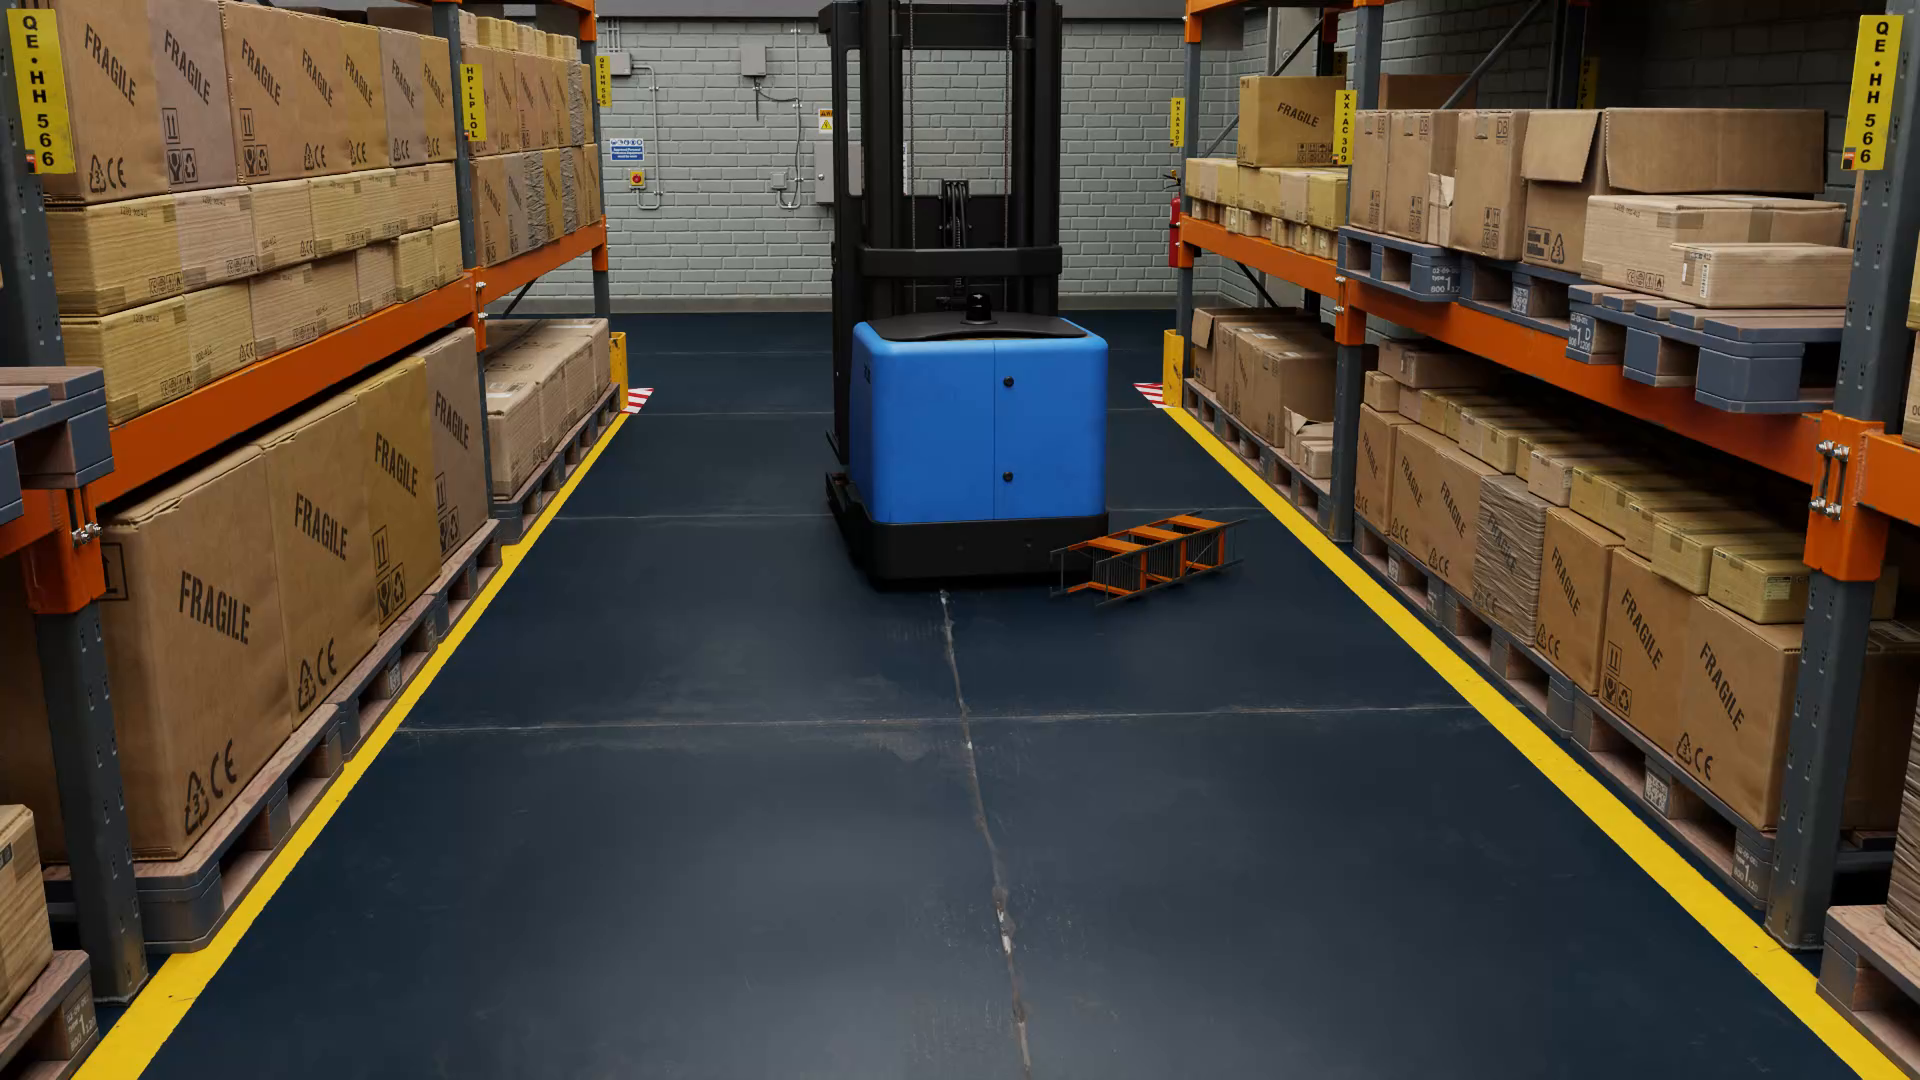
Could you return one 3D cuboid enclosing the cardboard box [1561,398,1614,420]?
[{"bbox_3d":[2.680,-0.486,6.769,0.380,0.149,0.250,-2,15,-6],"label":"cardboard box"}]

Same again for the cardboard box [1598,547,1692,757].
[{"bbox_3d":[2.269,0.320,4.936,0.500,0.500,0.500,-1,14,-4],"label":"cardboard box"}]

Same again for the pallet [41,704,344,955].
[{"bbox_3d":[-2.397,0.770,4.609,1.003,0.211,1.213,-1,14,-3],"label":"pallet"}]

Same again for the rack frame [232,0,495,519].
[{"bbox_3d":[-2.672,-1.378,7.362,1.000,3.000,0.127,-1,14,-3],"label":"rack frame"}]

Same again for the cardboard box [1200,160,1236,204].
[{"bbox_3d":[1.825,-2.279,10.569,0.500,0.250,0.500,-1,14,-3],"label":"cardboard box"}]

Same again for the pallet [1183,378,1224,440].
[{"bbox_3d":[2.089,-0.882,11.033,1.003,0.211,1.213,-1,14,-3],"label":"pallet"}]

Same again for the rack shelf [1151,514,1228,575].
[{"bbox_3d":[1.024,0.024,7.441,0.240,0.215,0.259,14,20,42],"label":"rack shelf"}]

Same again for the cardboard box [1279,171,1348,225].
[{"bbox_3d":[1.961,-1.774,8.606,0.500,0.250,0.500,-1,14,-3],"label":"cardboard box"}]

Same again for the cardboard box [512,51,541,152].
[{"bbox_3d":[-2.505,-2.286,8.684,0.500,0.500,0.500,-1,14,-2],"label":"cardboard box"}]

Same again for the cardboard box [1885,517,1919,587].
[{"bbox_3d":[2.819,0.031,4.756,0.380,0.149,0.250,0,14,-2],"label":"cardboard box"}]

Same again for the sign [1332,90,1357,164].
[{"bbox_3d":[1.741,-1.864,7.515,0.100,0.325,0.005,-1,14,-3],"label":"sign"}]

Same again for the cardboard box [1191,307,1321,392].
[{"bbox_3d":[1.978,-1.291,11.191,0.797,0.503,0.637,-1,15,-6],"label":"cardboard box"}]

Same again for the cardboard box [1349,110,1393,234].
[{"bbox_3d":[2.089,-1.583,7.117,0.700,0.500,0.500,-1,14,-2],"label":"cardboard box"}]

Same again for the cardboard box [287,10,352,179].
[{"bbox_3d":[-2.295,-1.420,5.317,0.500,0.500,0.500,-1,14,-3],"label":"cardboard box"}]

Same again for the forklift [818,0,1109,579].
[{"bbox_3d":[-0.104,-1.573,8.259,1.130,2.935,3.031,-2,15,-9],"label":"forklift"}]

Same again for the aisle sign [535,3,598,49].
[{"bbox_3d":[-2.615,-3.654,10.992,0.394,0.787,0.004,-1,14,-3],"label":"aisle sign"}]

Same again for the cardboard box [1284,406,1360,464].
[{"bbox_3d":[1.932,-0.557,8.817,0.396,0.266,0.258,0,14,-1],"label":"cardboard box"}]

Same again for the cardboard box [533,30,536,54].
[{"bbox_3d":[-2.566,-2.751,9.190,0.380,0.149,0.250,0,14,-2],"label":"cardboard box"}]

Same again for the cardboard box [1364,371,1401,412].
[{"bbox_3d":[2.039,-0.669,7.479,0.380,0.149,0.250,0,14,-1],"label":"cardboard box"}]

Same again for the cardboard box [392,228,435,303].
[{"bbox_3d":[-2.362,-1.071,6.470,0.500,0.250,0.500,-1,14,-4],"label":"cardboard box"}]

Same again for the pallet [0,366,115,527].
[{"bbox_3d":[-2.273,-0.115,2.837,1.213,0.211,1.003,-1,14,-3],"label":"pallet"}]

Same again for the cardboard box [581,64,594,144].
[{"bbox_3d":[-2.652,-2.789,10.639,0.500,0.500,0.500,0,14,-2],"label":"cardboard box"}]

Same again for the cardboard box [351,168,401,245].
[{"bbox_3d":[-2.325,-1.188,5.923,0.500,0.250,0.500,-1,14,-2],"label":"cardboard box"}]

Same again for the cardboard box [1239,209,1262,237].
[{"bbox_3d":[1.848,-1.856,9.725,0.380,0.149,0.250,-1,14,-2],"label":"cardboard box"}]

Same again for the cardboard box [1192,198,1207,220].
[{"bbox_3d":[1.781,-2.243,11.227,0.380,0.149,0.250,-1,14,-4],"label":"cardboard box"}]

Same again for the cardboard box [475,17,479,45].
[{"bbox_3d":[-2.522,-2.434,7.956,0.380,0.149,0.250,-1,14,-4],"label":"cardboard box"}]

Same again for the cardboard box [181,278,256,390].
[{"bbox_3d":[-2.252,-0.563,4.497,0.500,0.250,0.500,-1,14,-5],"label":"cardboard box"}]

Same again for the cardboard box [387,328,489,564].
[{"bbox_3d":[-2.553,-0.399,6.980,0.875,0.875,0.875,0,14,-2],"label":"cardboard box"}]

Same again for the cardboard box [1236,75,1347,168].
[{"bbox_3d":[1.887,-2.395,9.513,0.500,0.500,0.500,-1,14,-2],"label":"cardboard box"}]

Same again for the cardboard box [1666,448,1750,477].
[{"bbox_3d":[2.675,-0.223,5.745,0.380,0.149,0.250,-1,14,-3],"label":"cardboard box"}]

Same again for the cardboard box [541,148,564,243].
[{"bbox_3d":[-2.523,-1.924,9.284,0.500,0.500,0.500,0,14,-2],"label":"cardboard box"}]

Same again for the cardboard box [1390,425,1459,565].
[{"bbox_3d":[2.130,-0.192,6.927,0.500,0.500,0.500,-1,14,-4],"label":"cardboard box"}]

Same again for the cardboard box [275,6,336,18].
[{"bbox_3d":[-3.008,-2.296,7.422,0.380,0.149,0.250,-1,14,-5],"label":"cardboard box"}]

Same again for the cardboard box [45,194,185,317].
[{"bbox_3d":[-2.209,-0.682,3.956,0.500,0.250,0.500,-1,14,-4],"label":"cardboard box"}]

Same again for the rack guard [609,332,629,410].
[{"bbox_3d":[-2.921,-1.168,11.563,1.175,0.500,0.348,-1,14,-3],"label":"rack guard"}]

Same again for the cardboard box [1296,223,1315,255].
[{"bbox_3d":[1.932,-1.538,8.488,0.380,0.149,0.250,-1,14,-2],"label":"cardboard box"}]

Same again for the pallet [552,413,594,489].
[{"bbox_3d":[-2.719,-0.522,9.631,1.003,0.211,1.213,-1,14,-3],"label":"pallet"}]

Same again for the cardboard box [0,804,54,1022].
[{"bbox_3d":[-2.399,0.827,3.224,0.950,0.372,0.625,-2,15,-7],"label":"cardboard box"}]

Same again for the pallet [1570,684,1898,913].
[{"bbox_3d":[2.522,0.704,4.868,1.003,0.211,1.213,-1,14,-3],"label":"pallet"}]

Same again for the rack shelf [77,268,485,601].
[{"bbox_3d":[-2.548,-0.532,5.518,1.077,0.370,4.000,-1,14,-3],"label":"rack shelf"}]

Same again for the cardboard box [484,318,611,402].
[{"bbox_3d":[-2.779,-1.173,10.863,0.875,0.438,0.875,-1,14,-5],"label":"cardboard box"}]

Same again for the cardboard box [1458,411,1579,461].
[{"bbox_3d":[2.169,-0.407,6.460,0.380,0.149,0.250,-1,14,-4],"label":"cardboard box"}]

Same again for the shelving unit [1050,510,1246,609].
[{"bbox_3d":[0.833,0.073,7.251,0.252,0.215,1.050,14,20,42],"label":"shelving unit"}]

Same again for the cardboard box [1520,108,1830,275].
[{"bbox_3d":[2.244,-1.117,5.298,0.797,0.503,0.637,-1,14,-5],"label":"cardboard box"}]

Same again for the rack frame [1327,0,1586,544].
[{"bbox_3d":[2.282,-1.455,7.663,1.000,3.000,0.127,-1,14,-3],"label":"rack frame"}]

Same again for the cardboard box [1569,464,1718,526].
[{"bbox_3d":[2.240,-0.148,5.455,0.380,0.149,0.250,-1,14,-4],"label":"cardboard box"}]

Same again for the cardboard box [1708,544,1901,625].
[{"bbox_3d":[2.247,0.114,4.437,0.380,0.149,0.250,-2,15,-6],"label":"cardboard box"}]

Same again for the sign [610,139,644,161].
[{"bbox_3d":[-3.344,-3.920,16.700,0.327,0.218,0.001,-1,14,-3],"label":"sign"}]

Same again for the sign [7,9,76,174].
[{"bbox_3d":[-1.883,-0.916,3.403,0.100,0.325,0.005,-1,14,-3],"label":"sign"}]

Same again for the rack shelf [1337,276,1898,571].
[{"bbox_3d":[2.406,-0.610,5.820,1.077,0.370,4.000,-1,14,-3],"label":"rack shelf"}]
